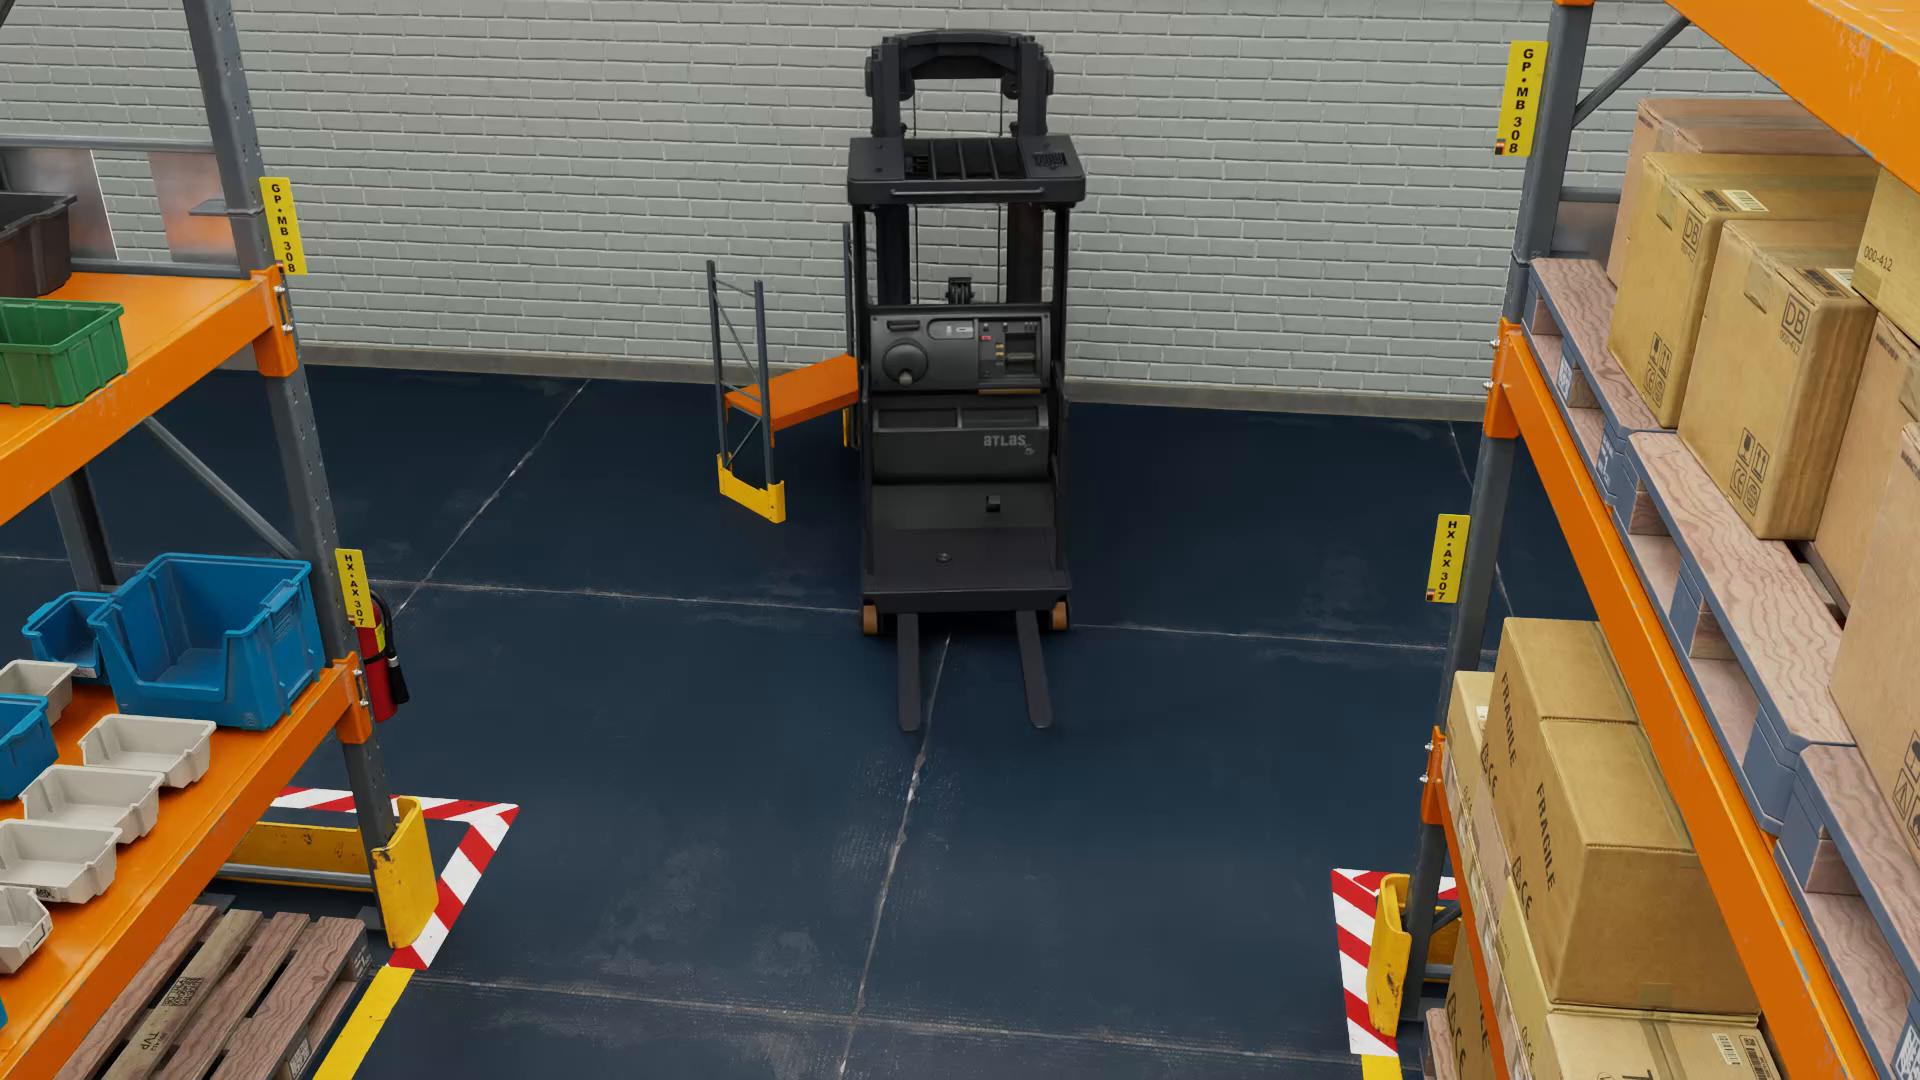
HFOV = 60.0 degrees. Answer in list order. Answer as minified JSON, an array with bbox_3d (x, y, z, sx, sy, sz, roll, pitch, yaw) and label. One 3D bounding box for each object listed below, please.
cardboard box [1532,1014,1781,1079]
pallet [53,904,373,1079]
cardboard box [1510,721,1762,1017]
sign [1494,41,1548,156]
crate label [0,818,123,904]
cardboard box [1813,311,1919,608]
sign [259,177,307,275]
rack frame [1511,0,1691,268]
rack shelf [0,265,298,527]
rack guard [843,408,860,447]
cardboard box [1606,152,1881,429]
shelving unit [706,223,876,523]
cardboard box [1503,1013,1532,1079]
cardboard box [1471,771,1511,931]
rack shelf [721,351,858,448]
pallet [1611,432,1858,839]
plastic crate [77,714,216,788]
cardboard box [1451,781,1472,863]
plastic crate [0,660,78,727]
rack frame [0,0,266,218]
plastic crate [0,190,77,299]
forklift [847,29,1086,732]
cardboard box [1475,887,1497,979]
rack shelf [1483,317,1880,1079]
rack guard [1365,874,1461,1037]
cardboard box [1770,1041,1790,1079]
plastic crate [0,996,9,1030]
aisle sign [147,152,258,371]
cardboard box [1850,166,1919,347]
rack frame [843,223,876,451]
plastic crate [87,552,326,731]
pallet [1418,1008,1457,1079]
[{"bbox_3d":[1.648,1.386,3.859,0.500,0.250,0.500,3,28,5],"label":"cardboard box"},{"bbox_3d":[-2.899,1.839,6.113,1.003,0.211,1.213,3,28,6],"label":"pallet"},{"bbox_3d":[1.710,0.808,4.141,0.500,0.500,0.500,3,28,5],"label":"cardboard box"},{"bbox_3d":[1.606,-1.262,4.762,0.100,0.325,0.005,3,28,6],"label":"sign"},{"bbox_3d":[-2.740,0.978,4.987,0.396,0.136,0.243,3,28,6],"label":"crate label"},{"bbox_3d":[1.977,-0.060,2.882,0.700,0.500,0.500,5,29,8],"label":"cardboard box"},{"bbox_3d":[-2.212,-1.024,5.436,0.100,0.325,0.005,3,28,6],"label":"sign"},{"bbox_3d":[2.156,-2.127,4.211,1.000,3.000,0.127,3,28,6],"label":"rack frame"},{"bbox_3d":[-3.005,0.163,3.880,1.077,0.370,4.000,3,28,6],"label":"rack shelf"},{"bbox_3d":[-0.538,-0.644,10.682,0.087,0.250,0.587,-24,36,-37],"label":"rack guard"},{"bbox_3d":[1.957,-0.574,3.837,0.700,0.500,0.500,2,28,4],"label":"cardboard box"},{"bbox_3d":[-0.903,-1.033,10.086,1.083,1.500,0.587,-24,36,-37],"label":"shelving unit"},{"bbox_3d":[1.630,1.378,4.295,0.380,0.149,0.250,3,28,6],"label":"cardboard box"},{"bbox_3d":[1.772,0.904,4.754,0.500,0.250,0.500,3,28,6],"label":"cardboard box"},{"bbox_3d":[-0.909,-0.872,10.166,1.000,0.185,0.538,-24,36,-37],"label":"rack shelf"},{"bbox_3d":[1.928,0.158,3.225,1.003,0.211,1.213,3,28,6],"label":"pallet"},{"bbox_3d":[-2.680,0.710,5.485,0.396,0.136,0.243,3,28,6],"label":"plastic crate"},{"bbox_3d":[1.755,0.893,5.195,0.380,0.149,0.250,3,28,5],"label":"cardboard box"},{"bbox_3d":[-3.238,0.559,5.765,0.250,0.136,0.298,3,28,6],"label":"plastic crate"},{"bbox_3d":[-2.760,-2.415,4.745,1.000,3.000,0.127,3,28,6],"label":"rack frame"},{"bbox_3d":[-3.084,-0.872,5.181,0.497,0.269,0.590,3,28,6],"label":"plastic crate"},{"bbox_3d":[0.015,-0.941,8.406,1.130,2.935,3.031,-1,28,-2],"label":"forklift"},{"bbox_3d":[1.693,1.136,4.743,0.380,0.149,0.250,3,28,5],"label":"cardboard box"},{"bbox_3d":[1.911,0.451,3.346,1.077,0.370,4.000,3,28,6],"label":"rack shelf"},{"bbox_3d":[2.159,1.603,6.248,1.175,0.500,0.348,3,28,6],"label":"rack guard"},{"bbox_3d":[2.175,1.416,3.804,0.500,0.250,0.500,3,29,6],"label":"cardboard box"},{"bbox_3d":[-2.757,1.255,4.372,0.416,0.233,0.300,3,28,6],"label":"plastic crate"},{"bbox_3d":[-2.460,-0.936,5.583,0.394,0.787,0.004,3,28,6],"label":"aisle sign"},{"bbox_3d":[1.898,-0.460,2.834,0.500,0.250,0.500,2,28,5],"label":"cardboard box"},{"bbox_3d":[-0.538,-1.195,10.386,0.032,1.500,0.500,-24,36,-37],"label":"rack frame"},{"bbox_3d":[-2.615,0.352,5.833,0.616,0.435,0.499,3,28,6],"label":"plastic crate"},{"bbox_3d":[2.136,2.122,5.588,1.003,0.211,1.213,3,28,6],"label":"pallet"}]
